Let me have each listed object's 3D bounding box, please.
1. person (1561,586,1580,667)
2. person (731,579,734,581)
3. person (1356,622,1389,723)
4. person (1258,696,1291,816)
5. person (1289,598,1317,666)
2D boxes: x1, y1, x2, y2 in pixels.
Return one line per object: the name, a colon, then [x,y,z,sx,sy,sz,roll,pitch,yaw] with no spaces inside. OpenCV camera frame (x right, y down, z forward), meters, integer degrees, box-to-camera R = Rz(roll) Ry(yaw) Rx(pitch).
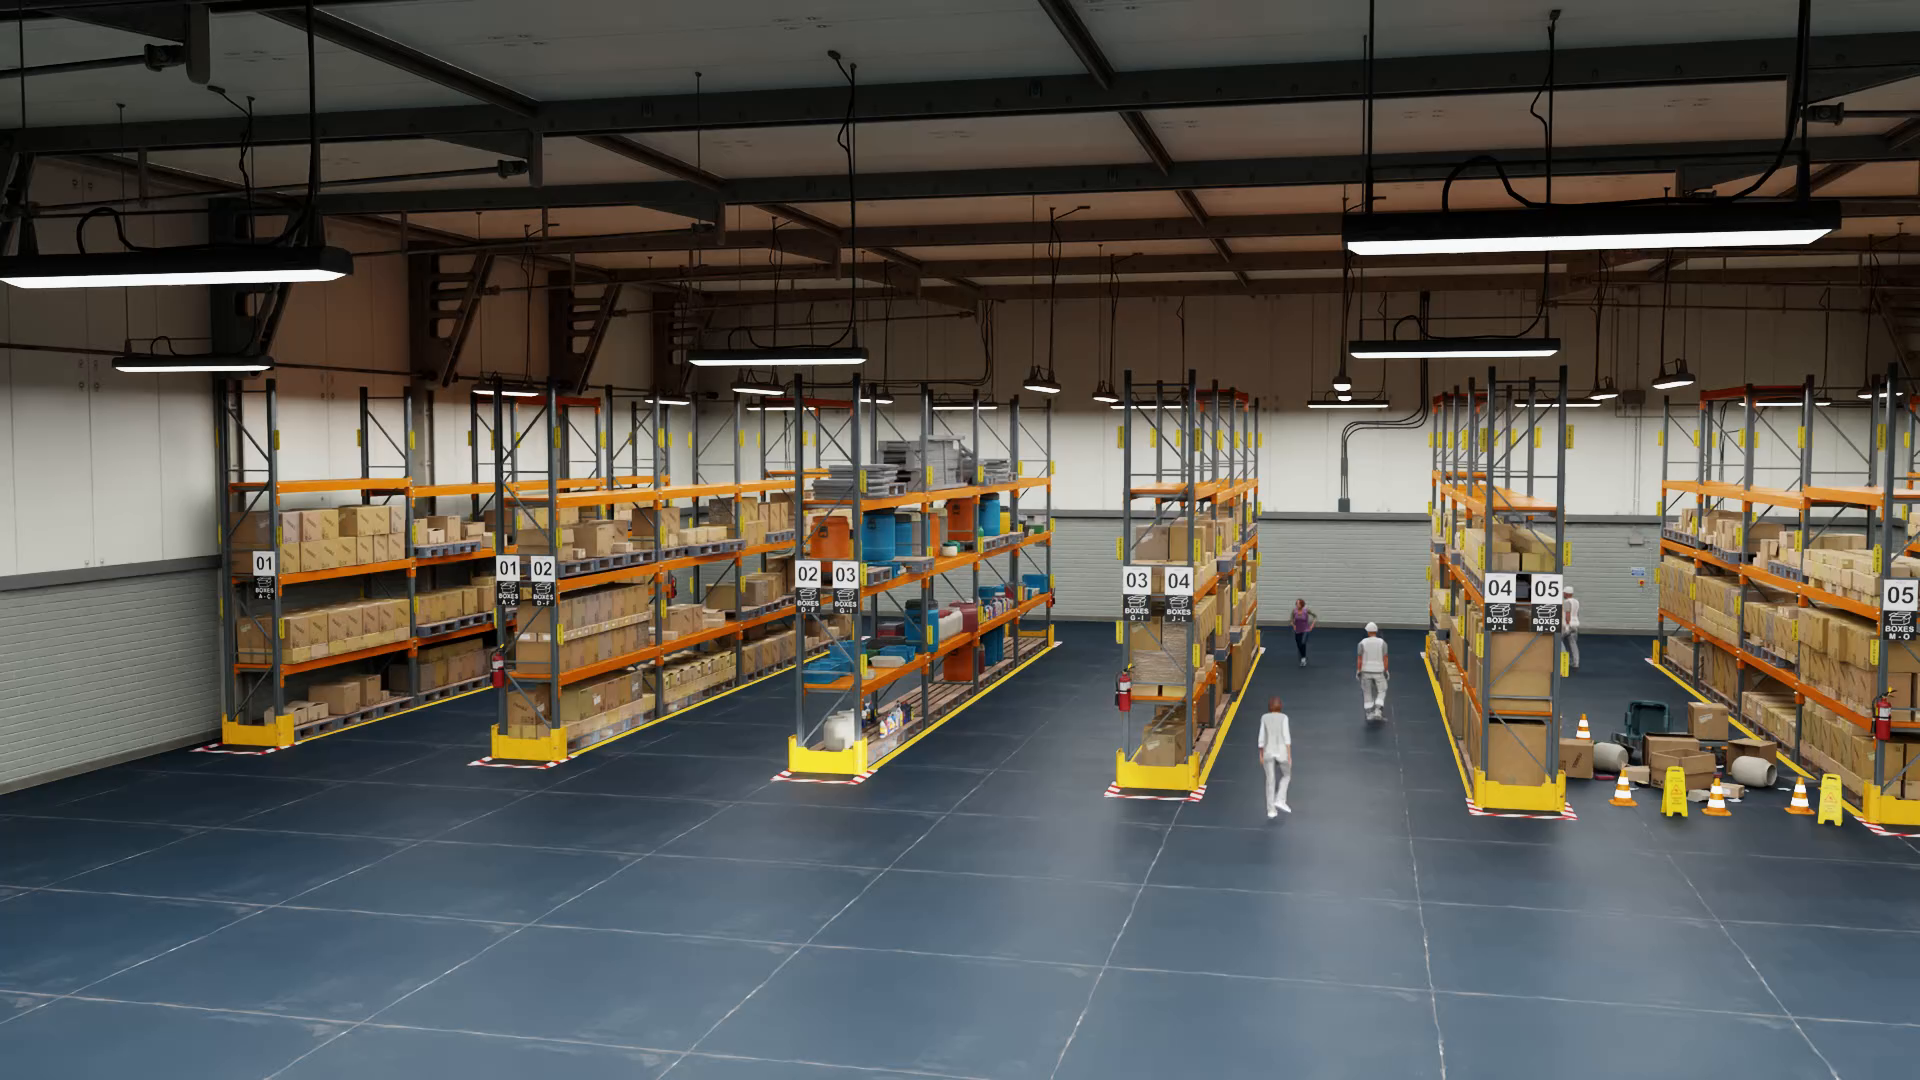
person: [13.441,1.900,36.621,0.544,1.758,0.529,-2,4,-24]
person: [-5.351,1.772,39.828,0.618,1.683,0.727,2,4,26]
person: [7.305,2.351,29.420,0.573,1.787,0.551,1,4,13]
person: [4.192,2.869,22.107,0.445,1.584,0.468,1,4,23]
person: [7.574,2.026,36.681,0.586,1.515,0.792,1,4,23]
